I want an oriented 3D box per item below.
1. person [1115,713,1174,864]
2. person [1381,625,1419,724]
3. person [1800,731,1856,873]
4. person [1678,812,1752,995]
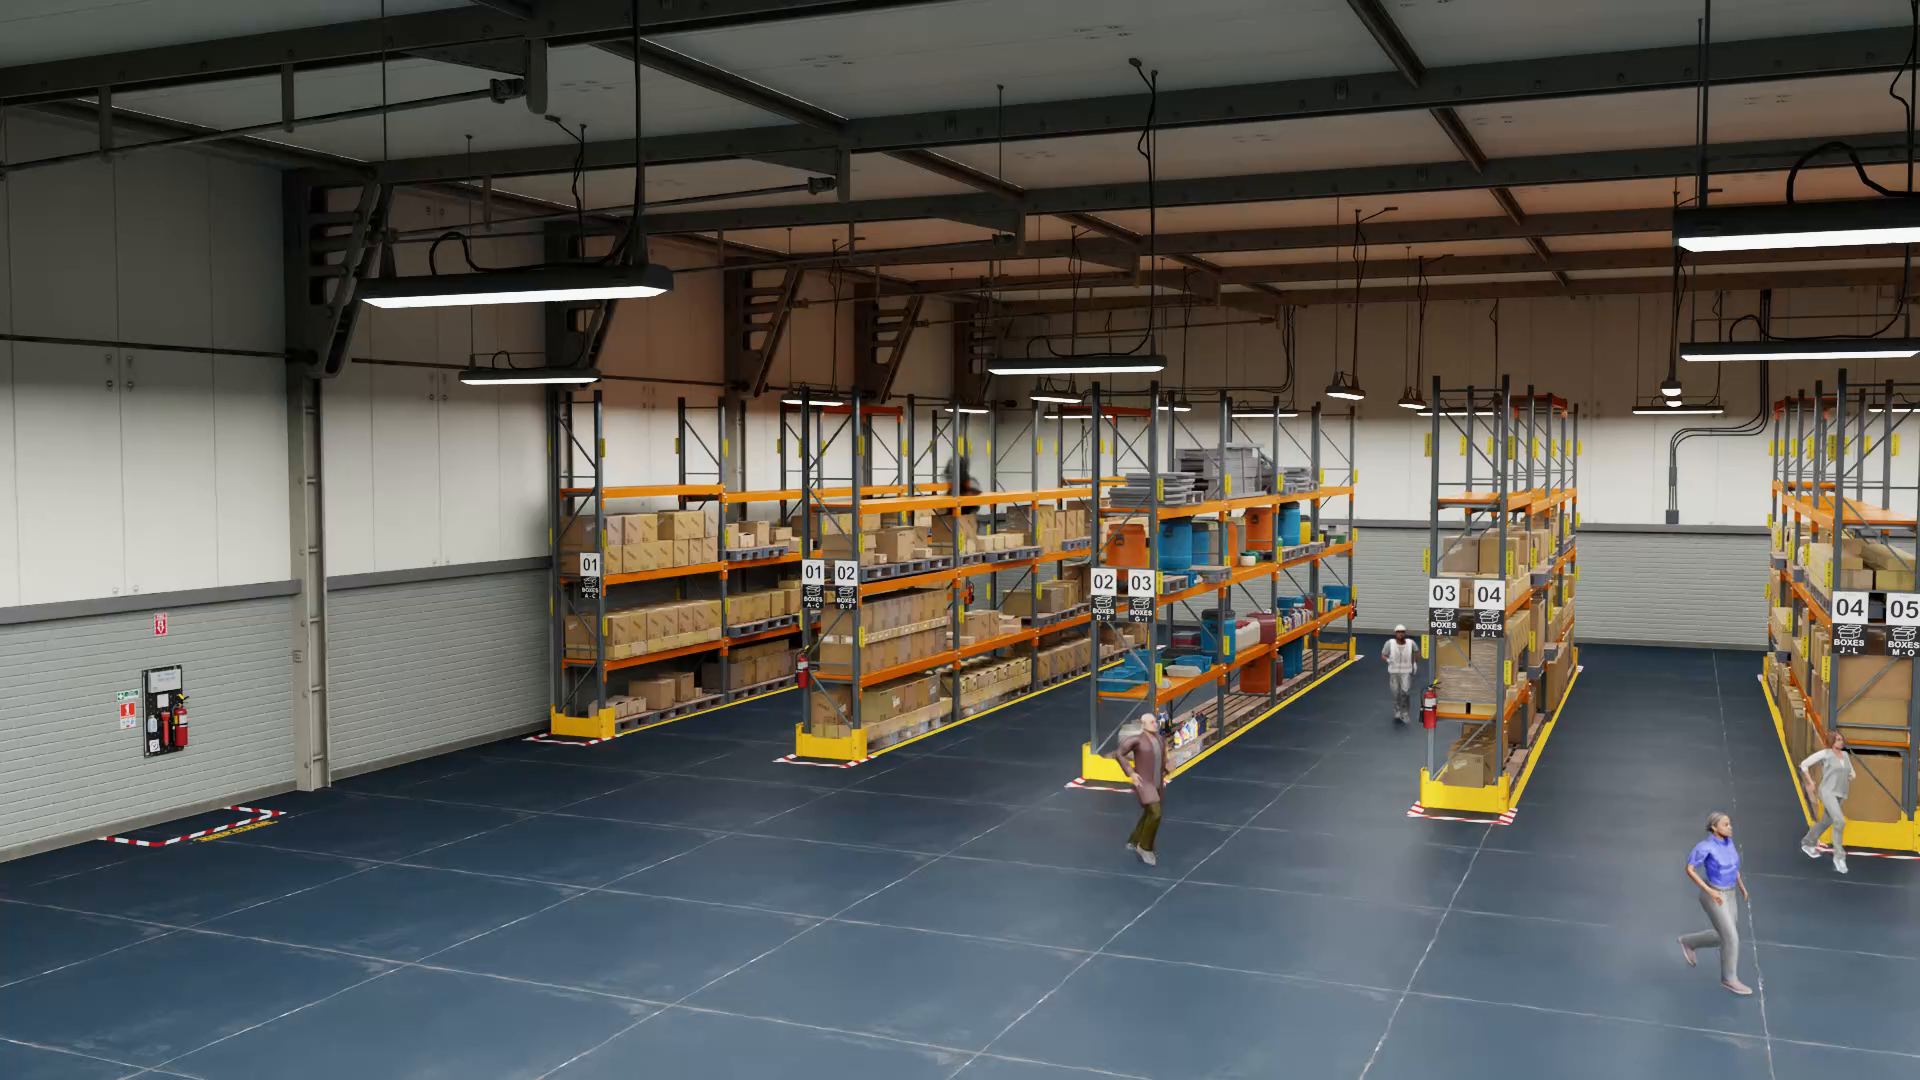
[{"bbox_3d":[2.281,3.128,20.173,0.696,1.640,0.713,-3,4,-43],"label":"person"},{"bbox_3d":[8.019,2.451,30.334,0.664,1.818,0.734,1,3,18],"label":"person"},{"bbox_3d":[10.455,3.152,19.951,0.579,1.552,0.704,-2,4,-26],"label":"person"},{"bbox_3d":[7.009,3.336,15.467,0.594,1.618,0.779,-2,4,-34],"label":"person"}]
